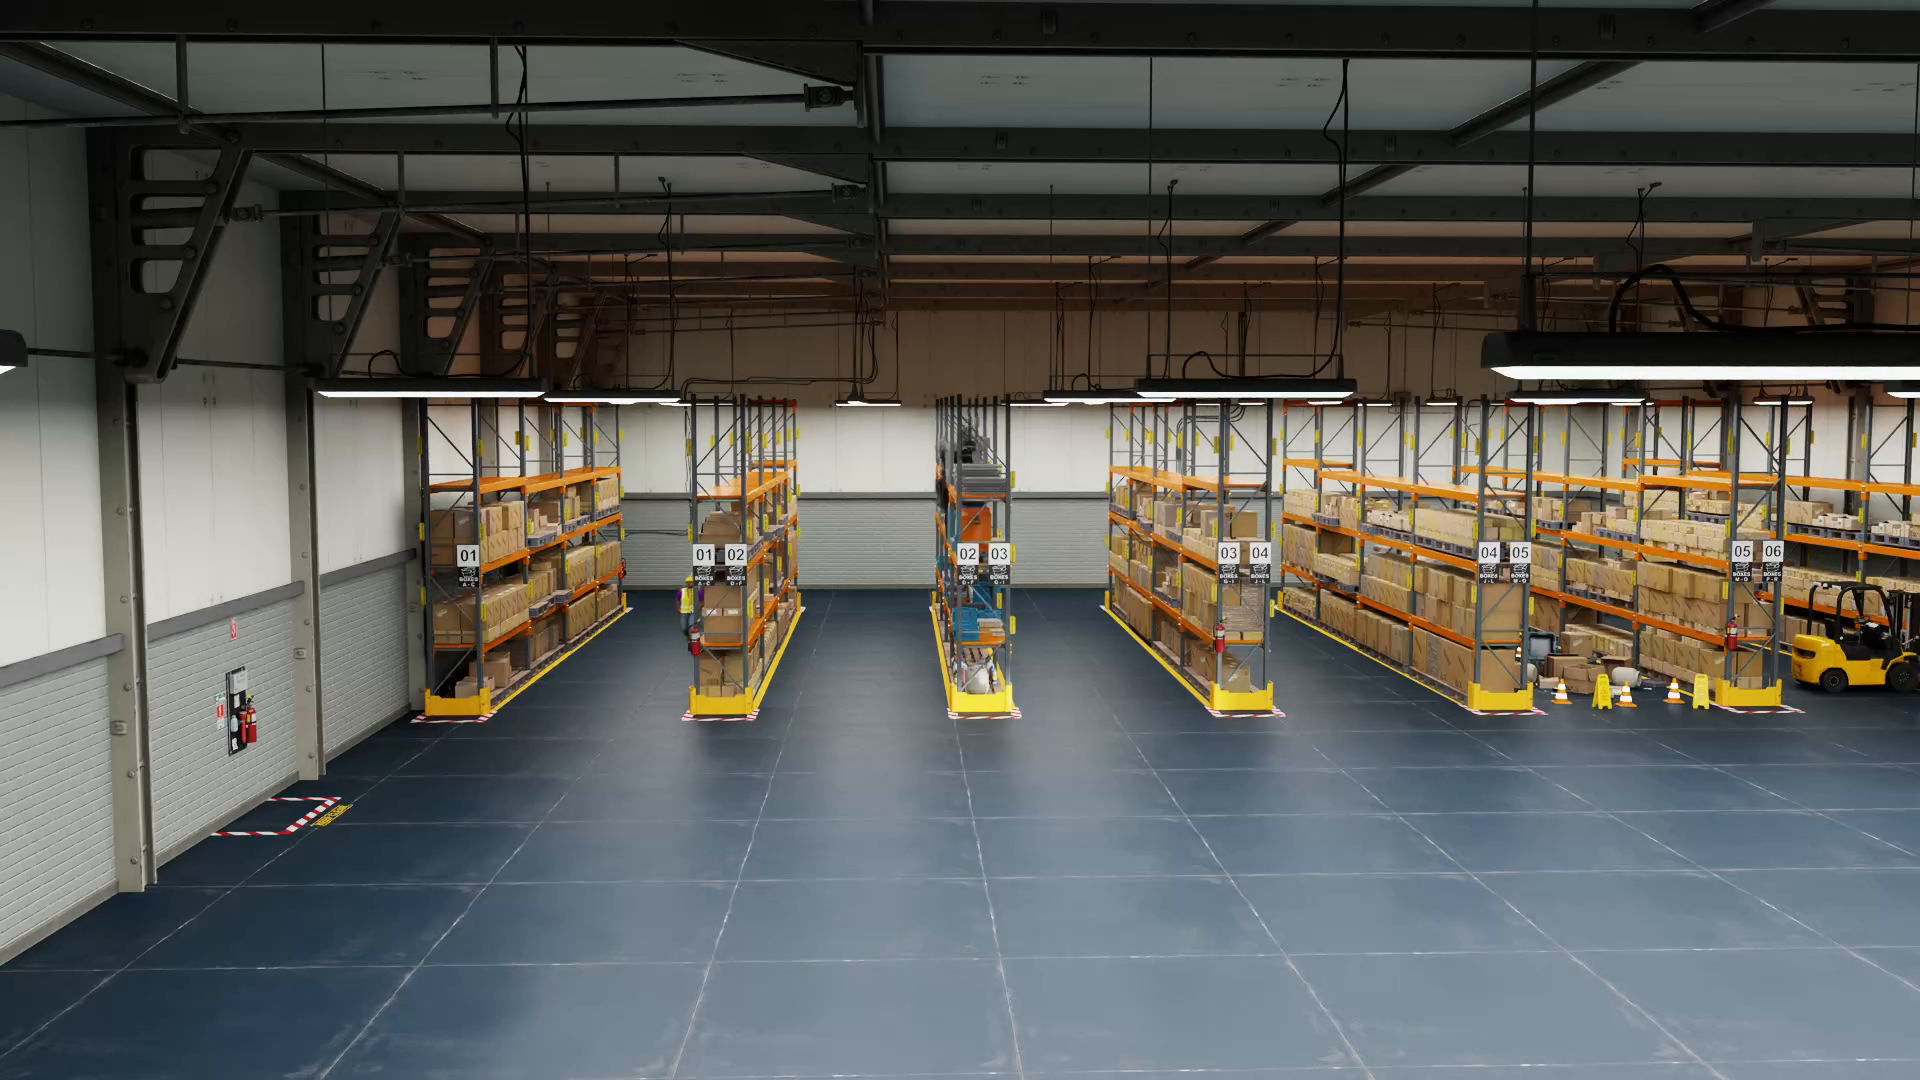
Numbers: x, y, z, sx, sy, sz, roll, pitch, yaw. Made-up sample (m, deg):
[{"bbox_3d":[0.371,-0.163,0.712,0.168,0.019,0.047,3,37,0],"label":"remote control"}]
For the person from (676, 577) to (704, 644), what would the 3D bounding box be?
[{"bbox_3d":[-6.453,1.747,39.689,0.703,1.724,0.610,0,4,1],"label":"person"}]

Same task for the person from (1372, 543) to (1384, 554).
[{"bbox_3d":[12.369,0.994,49.178,0.745,1.841,0.720,0,5,5],"label":"person"}]

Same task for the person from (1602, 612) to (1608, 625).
[{"bbox_3d":[16.280,1.584,41.920,0.670,1.697,0.617,0,4,-2],"label":"person"}]
